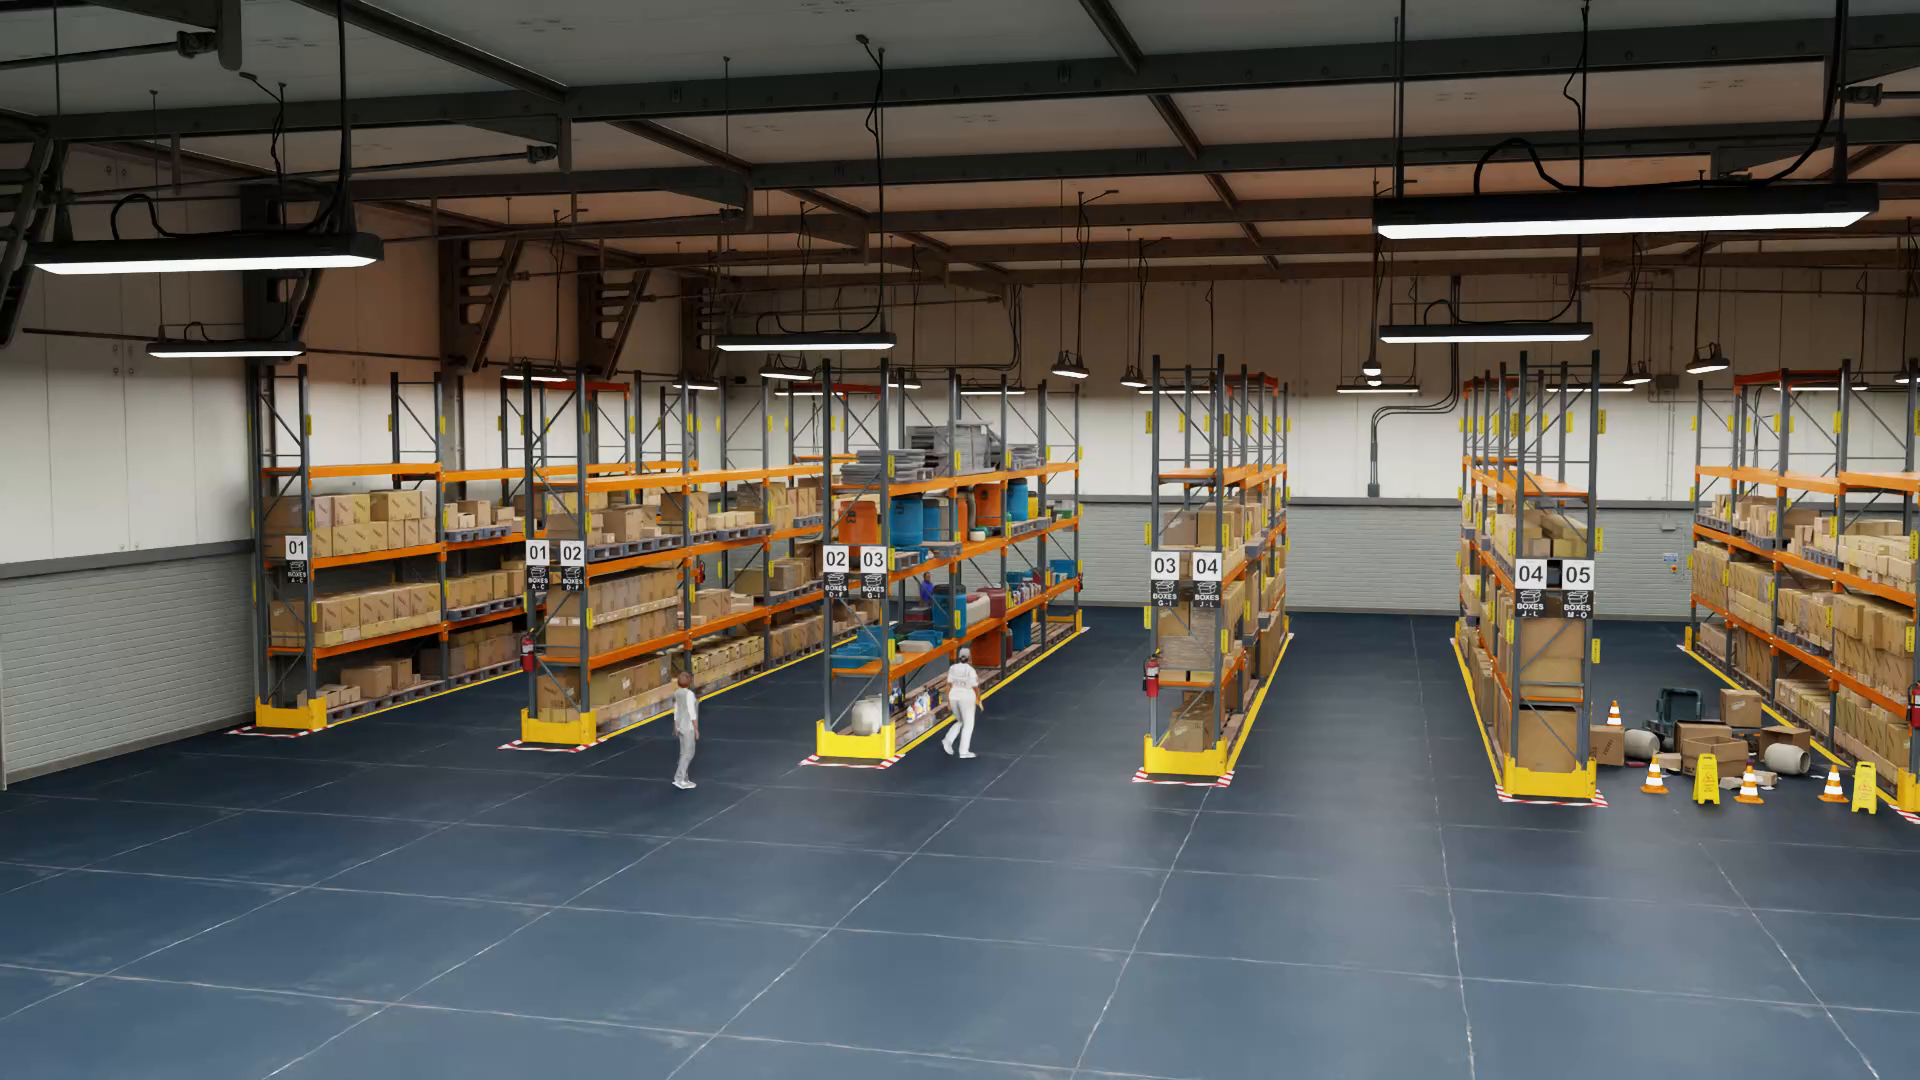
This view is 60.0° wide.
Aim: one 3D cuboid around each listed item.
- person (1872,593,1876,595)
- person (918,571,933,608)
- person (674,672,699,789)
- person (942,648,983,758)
[{"bbox_3d":[17.619,1.894,32.291,0.672,1.774,0.609,3,5,37],"label":"person"},{"bbox_3d":[-0.742,1.543,38.106,0.426,1.672,0.506,2,5,30],"label":"person"},{"bbox_3d":[-3.788,2.621,22.949,0.355,1.613,0.525,-2,4,-28],"label":"person"},{"bbox_3d":[0.038,2.445,24.955,0.514,1.641,0.508,-4,5,-43],"label":"person"}]
